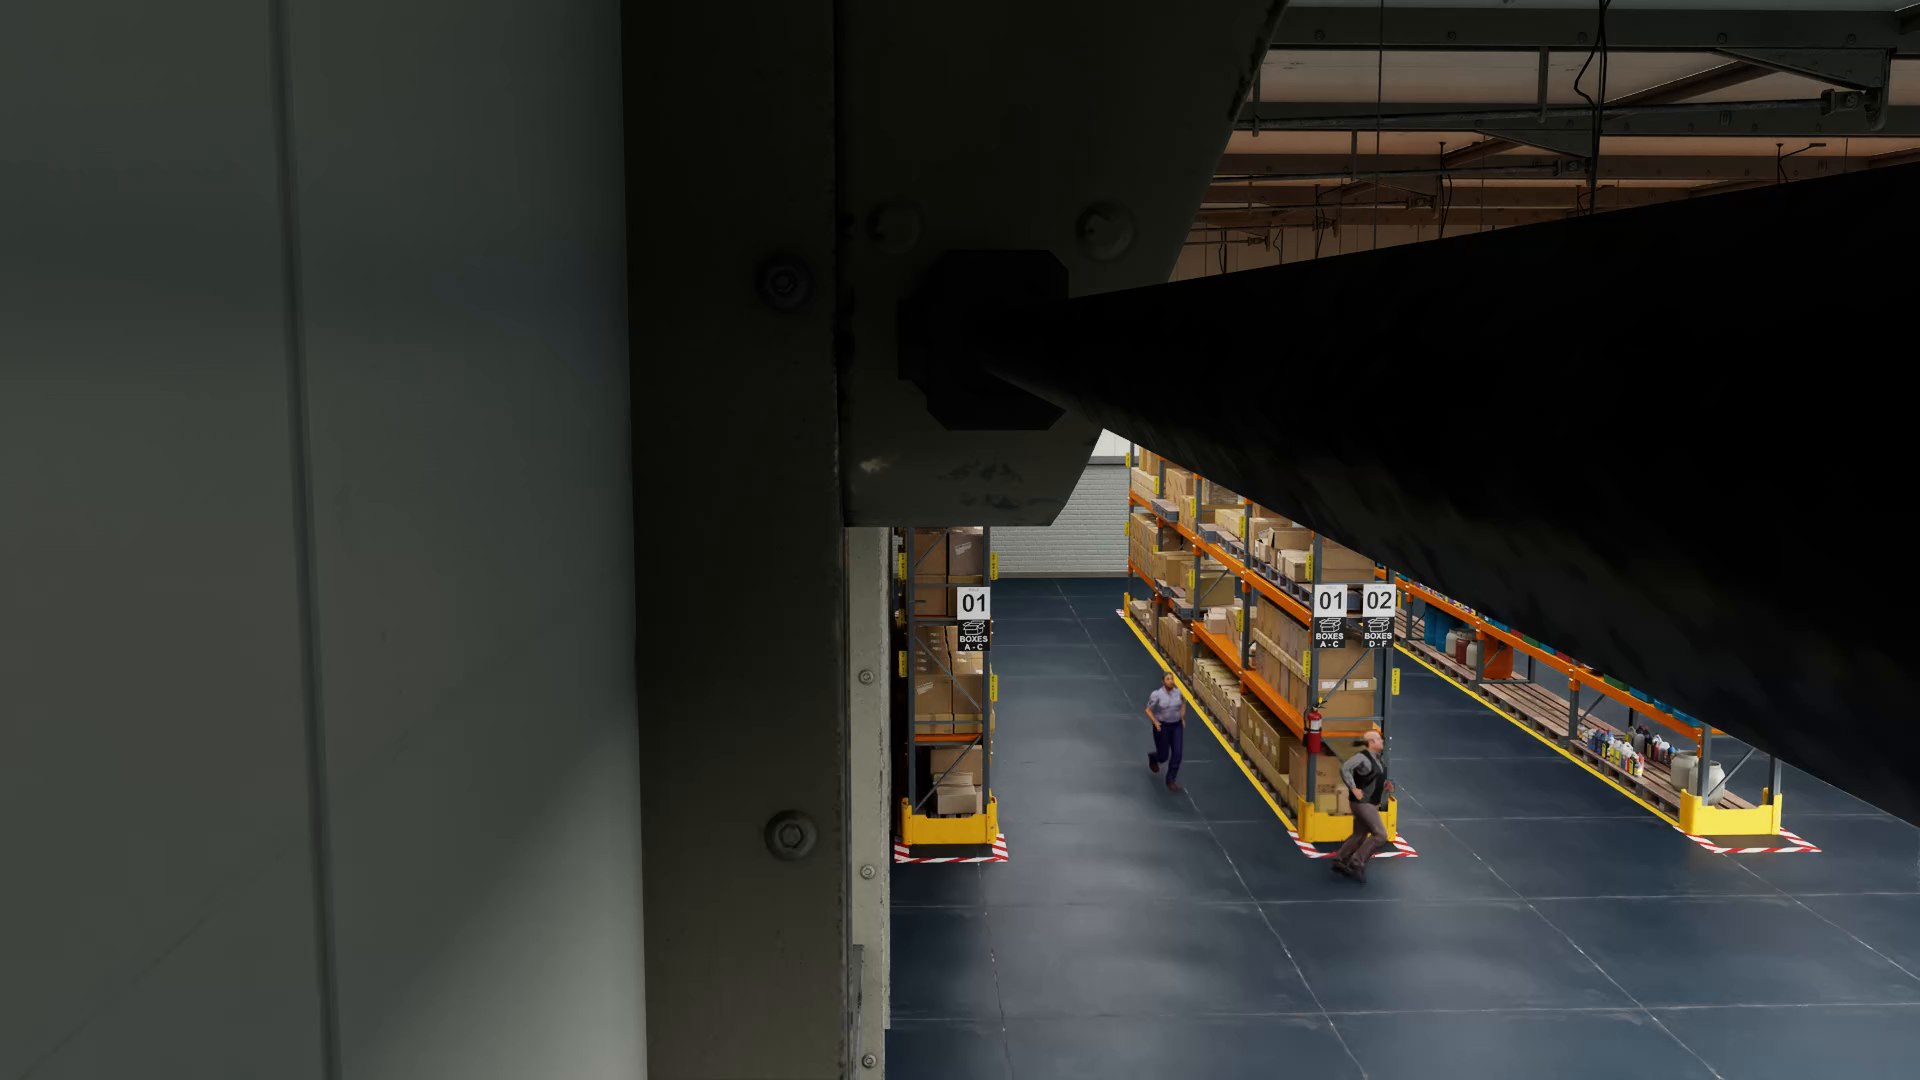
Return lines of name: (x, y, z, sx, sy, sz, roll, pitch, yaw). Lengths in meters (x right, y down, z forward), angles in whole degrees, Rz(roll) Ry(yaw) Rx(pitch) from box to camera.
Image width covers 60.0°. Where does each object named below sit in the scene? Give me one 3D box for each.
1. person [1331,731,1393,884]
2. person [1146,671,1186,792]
person: (4.656, 3.047, 19.172, 0.660, 1.701, 0.690, 4, 8, 26)
person: (2.864, 2.612, 22.998, 0.608, 1.623, 0.685, -2, 8, -14)
